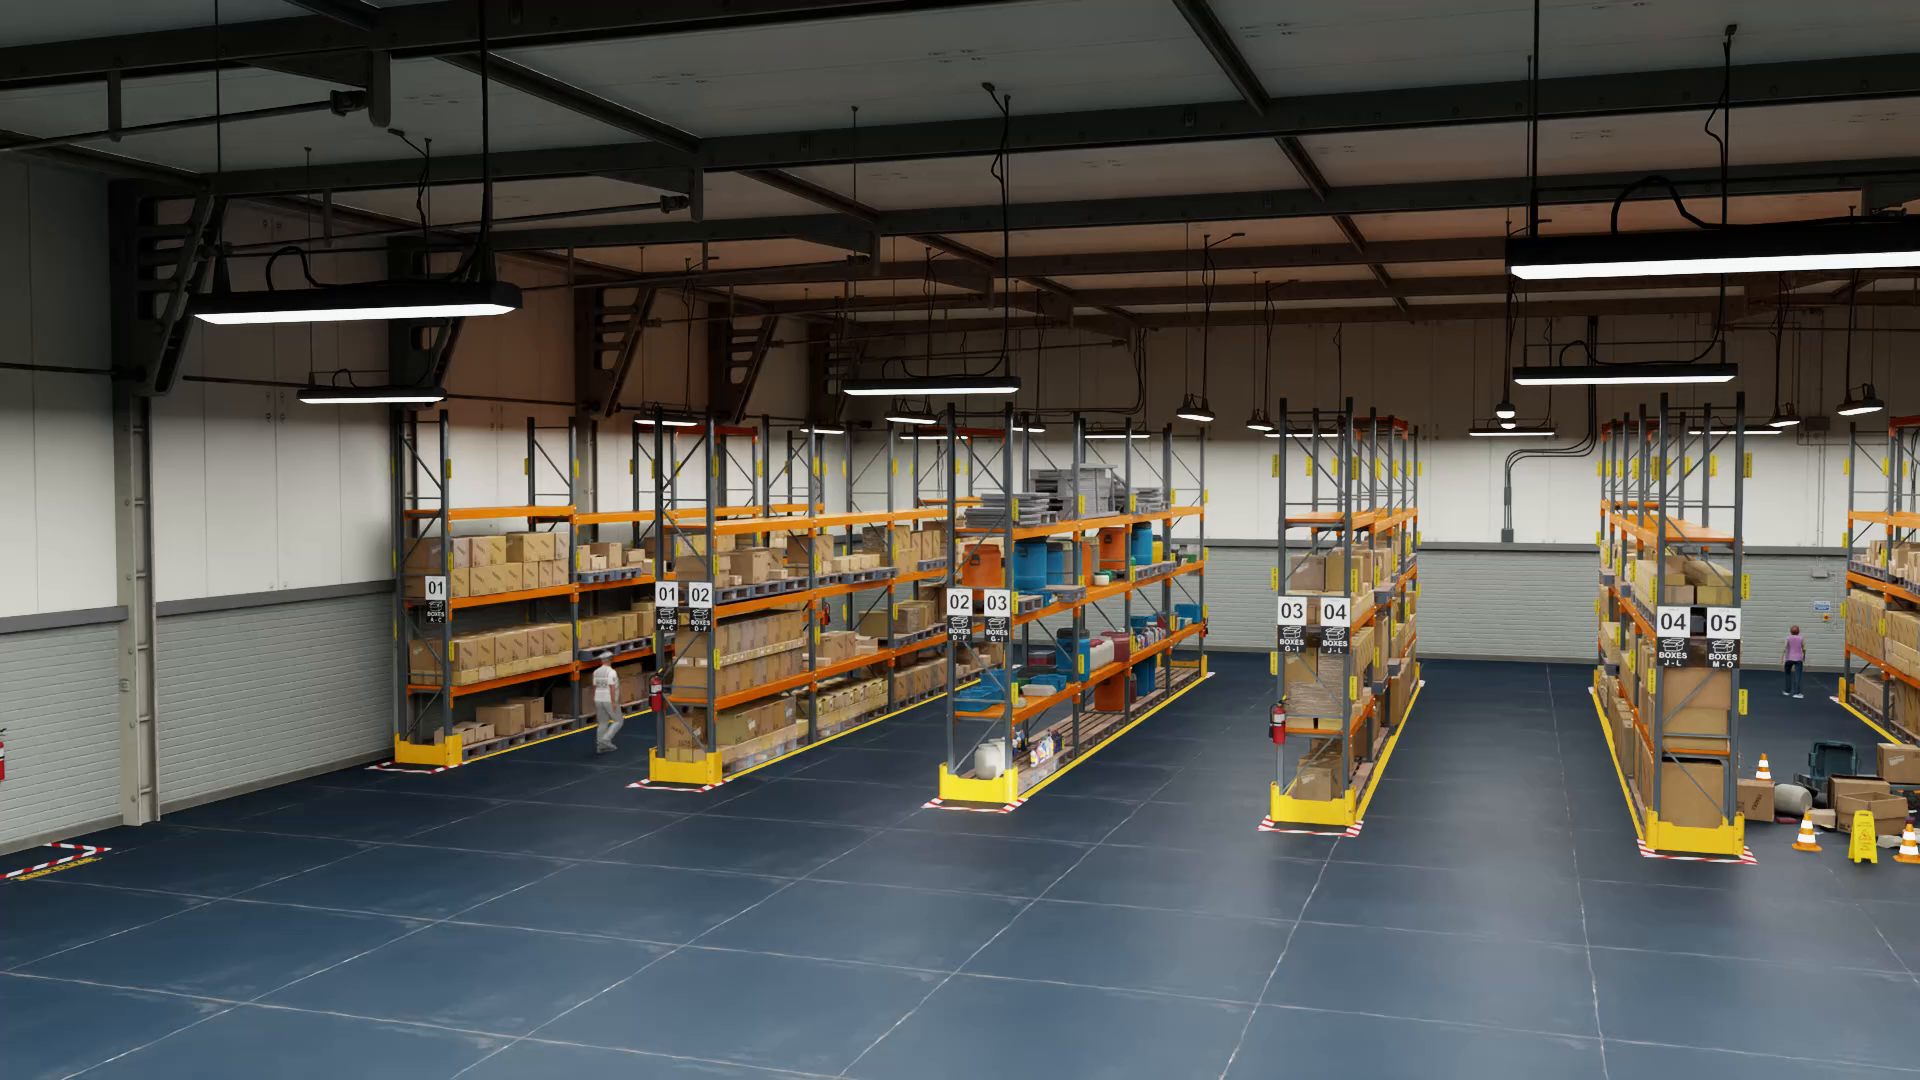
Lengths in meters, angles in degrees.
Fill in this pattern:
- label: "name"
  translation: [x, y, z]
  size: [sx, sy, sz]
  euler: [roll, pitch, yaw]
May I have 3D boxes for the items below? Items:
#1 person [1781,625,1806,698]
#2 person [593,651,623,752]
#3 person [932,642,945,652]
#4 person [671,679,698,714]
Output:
- label: "person"
  translation: [18.289, 2.651, 36.486]
  size: [0.497, 1.574, 0.661]
  euler: [1, 3, 26]
- label: "person"
  translation: [-6.249, 2.858, 29.311]
  size: [0.593, 1.757, 0.508]
  euler: [1, 3, 29]
- label: "person"
  translation: [-0.494, 2.229, 43.799]
  size: [0.430, 1.777, 0.566]
  euler: [1, 3, 19]
- label: "person"
  translation: [-4.901, 2.879, 30.037]
  size: [0.612, 1.719, 0.768]
  euler: [0, 2, -2]
